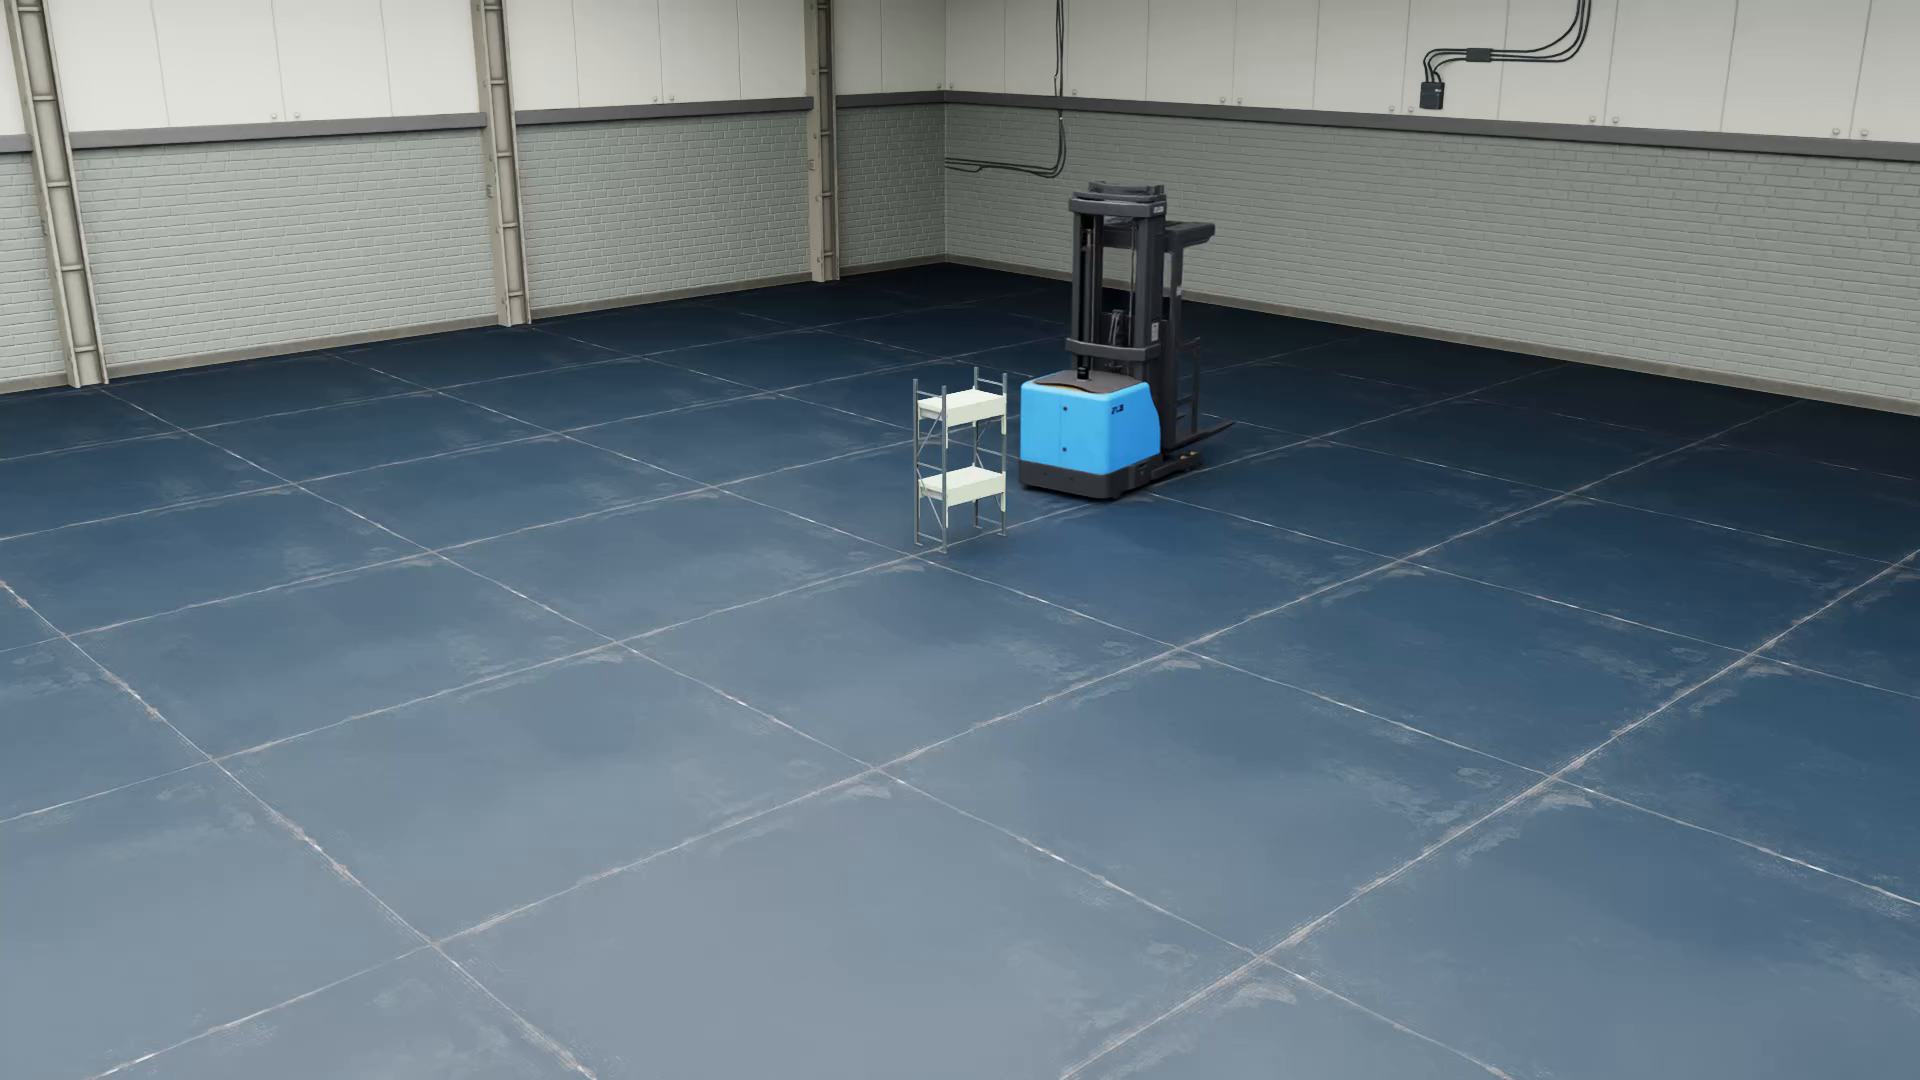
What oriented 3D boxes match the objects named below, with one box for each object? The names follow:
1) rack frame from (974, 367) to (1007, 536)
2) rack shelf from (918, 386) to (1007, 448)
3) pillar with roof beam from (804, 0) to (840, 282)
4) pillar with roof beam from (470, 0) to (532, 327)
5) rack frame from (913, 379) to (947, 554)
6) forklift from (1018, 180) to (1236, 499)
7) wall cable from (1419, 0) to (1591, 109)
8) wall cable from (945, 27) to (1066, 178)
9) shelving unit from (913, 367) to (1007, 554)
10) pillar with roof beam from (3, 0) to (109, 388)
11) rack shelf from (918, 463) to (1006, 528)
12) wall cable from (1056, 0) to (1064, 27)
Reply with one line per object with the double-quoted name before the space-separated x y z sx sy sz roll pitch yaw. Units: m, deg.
"rack frame" 0.271 -0.792 14.997 0.023 1.500 0.400 -16 24 -41
"rack shelf" 0.005 -1.086 14.637 0.720 0.370 0.431 -16 24 -41
"pillar with roof beam" 0.615 -7.844 24.588 0.400 9.000 9.100 -16 24 -41
"pillar with roof beam" -3.744 -6.573 20.666 0.400 9.000 9.100 -16 24 -41
"rack frame" -0.261 -0.637 14.519 0.023 1.500 0.400 -16 24 -41
"forklift" 1.867 -2.179 16.953 1.130 2.935 3.031 13 22 35
"wall cable" 7.218 -8.624 21.478 0.169 6.003 2.305 -16 24 -41
"wall cable" 0.707 -7.660 29.054 0.112 2.526 3.097 -16 24 -41
"shelving unit" 0.005 -0.715 14.758 0.755 1.500 0.431 -16 24 -41
"pillar with roof beam" -8.104 -5.301 16.745 0.400 9.000 9.100 -16 24 -41
"rack shelf" 0.005 -0.405 14.858 0.720 0.370 0.431 -16 24 -41
"wall cable" 2.565 -9.456 26.405 0.112 2.526 3.097 -16 24 -41
